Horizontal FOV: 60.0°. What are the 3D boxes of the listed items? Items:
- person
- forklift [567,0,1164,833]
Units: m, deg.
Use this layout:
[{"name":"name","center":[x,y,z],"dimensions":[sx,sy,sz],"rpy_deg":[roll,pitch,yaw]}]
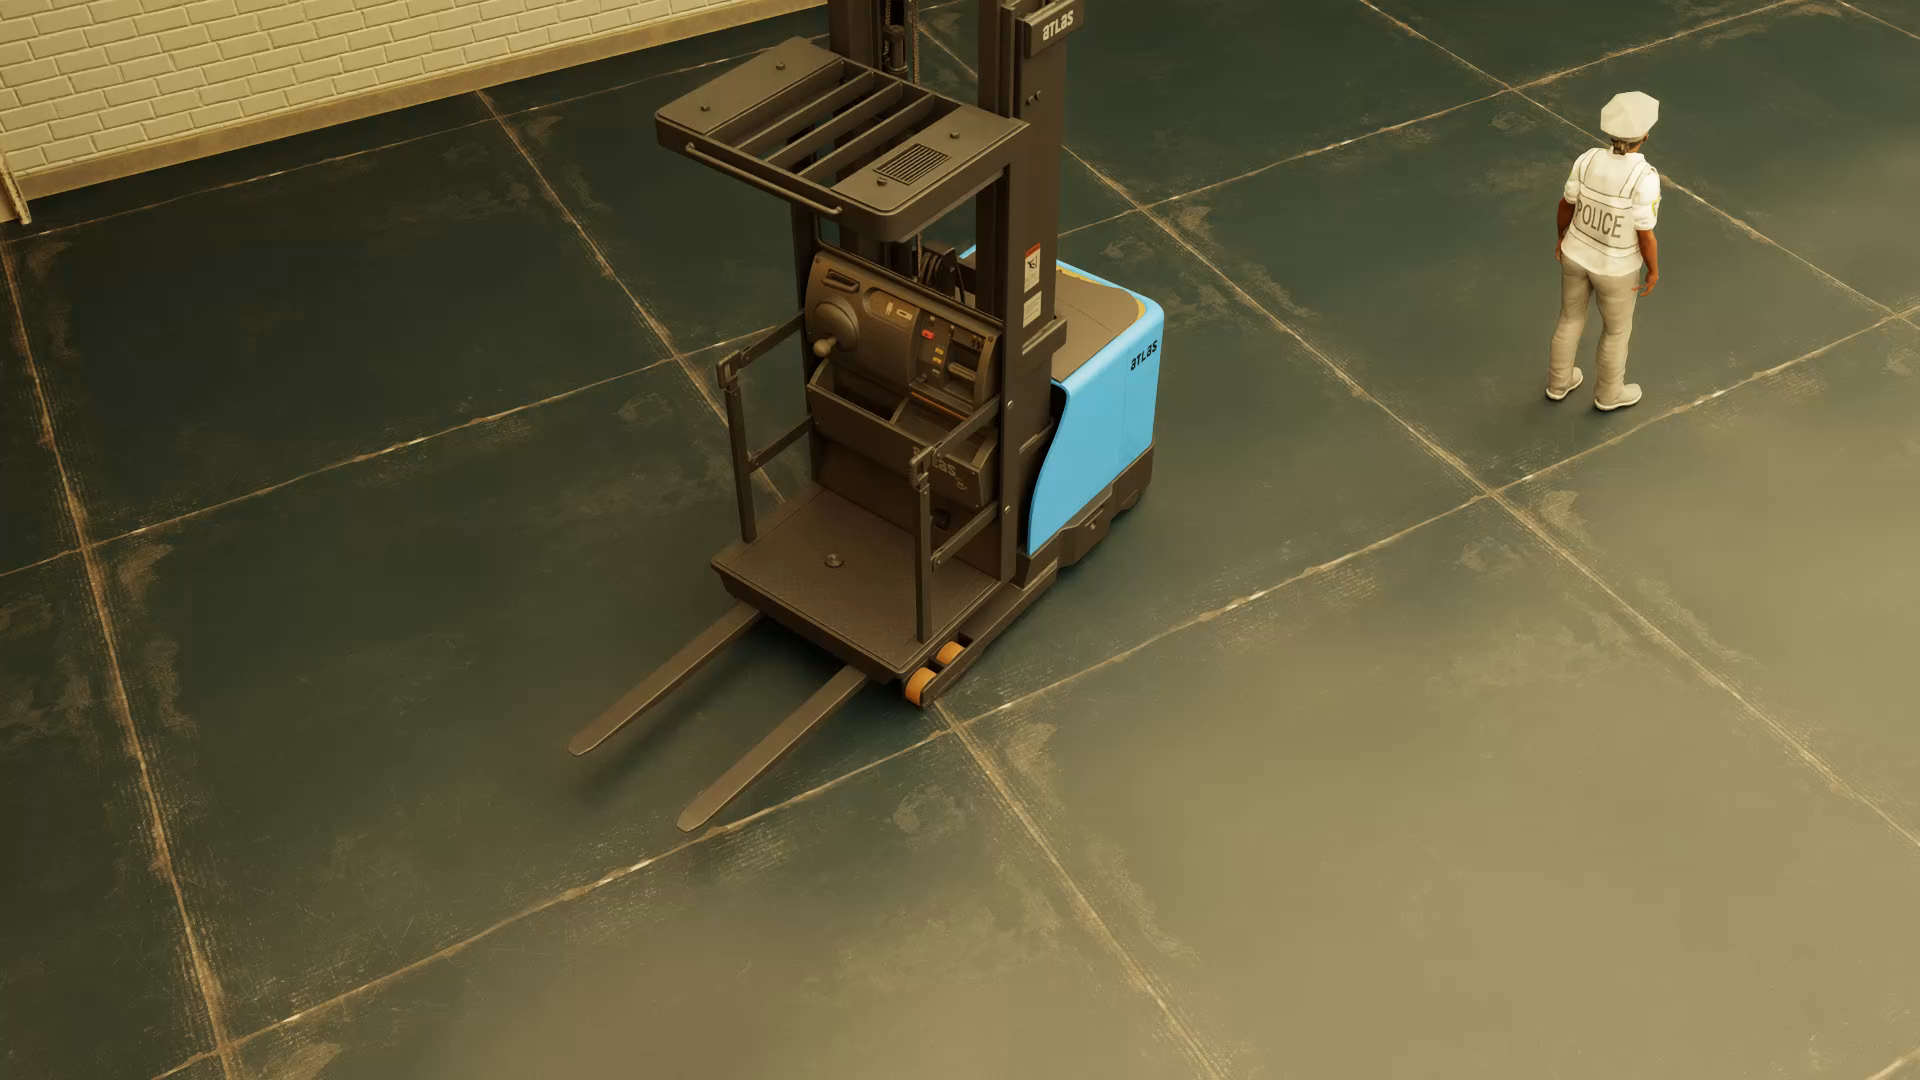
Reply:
[{"name":"person","center":[3.178,-1.395,8.099],"dimensions":[0.530,1.695,0.570],"rpy_deg":[-31,51,-29]},{"name":"forklift","center":[-0.375,-0.749,6.505],"dimensions":[1.130,2.935,3.031],"rpy_deg":[28,50,27]}]
